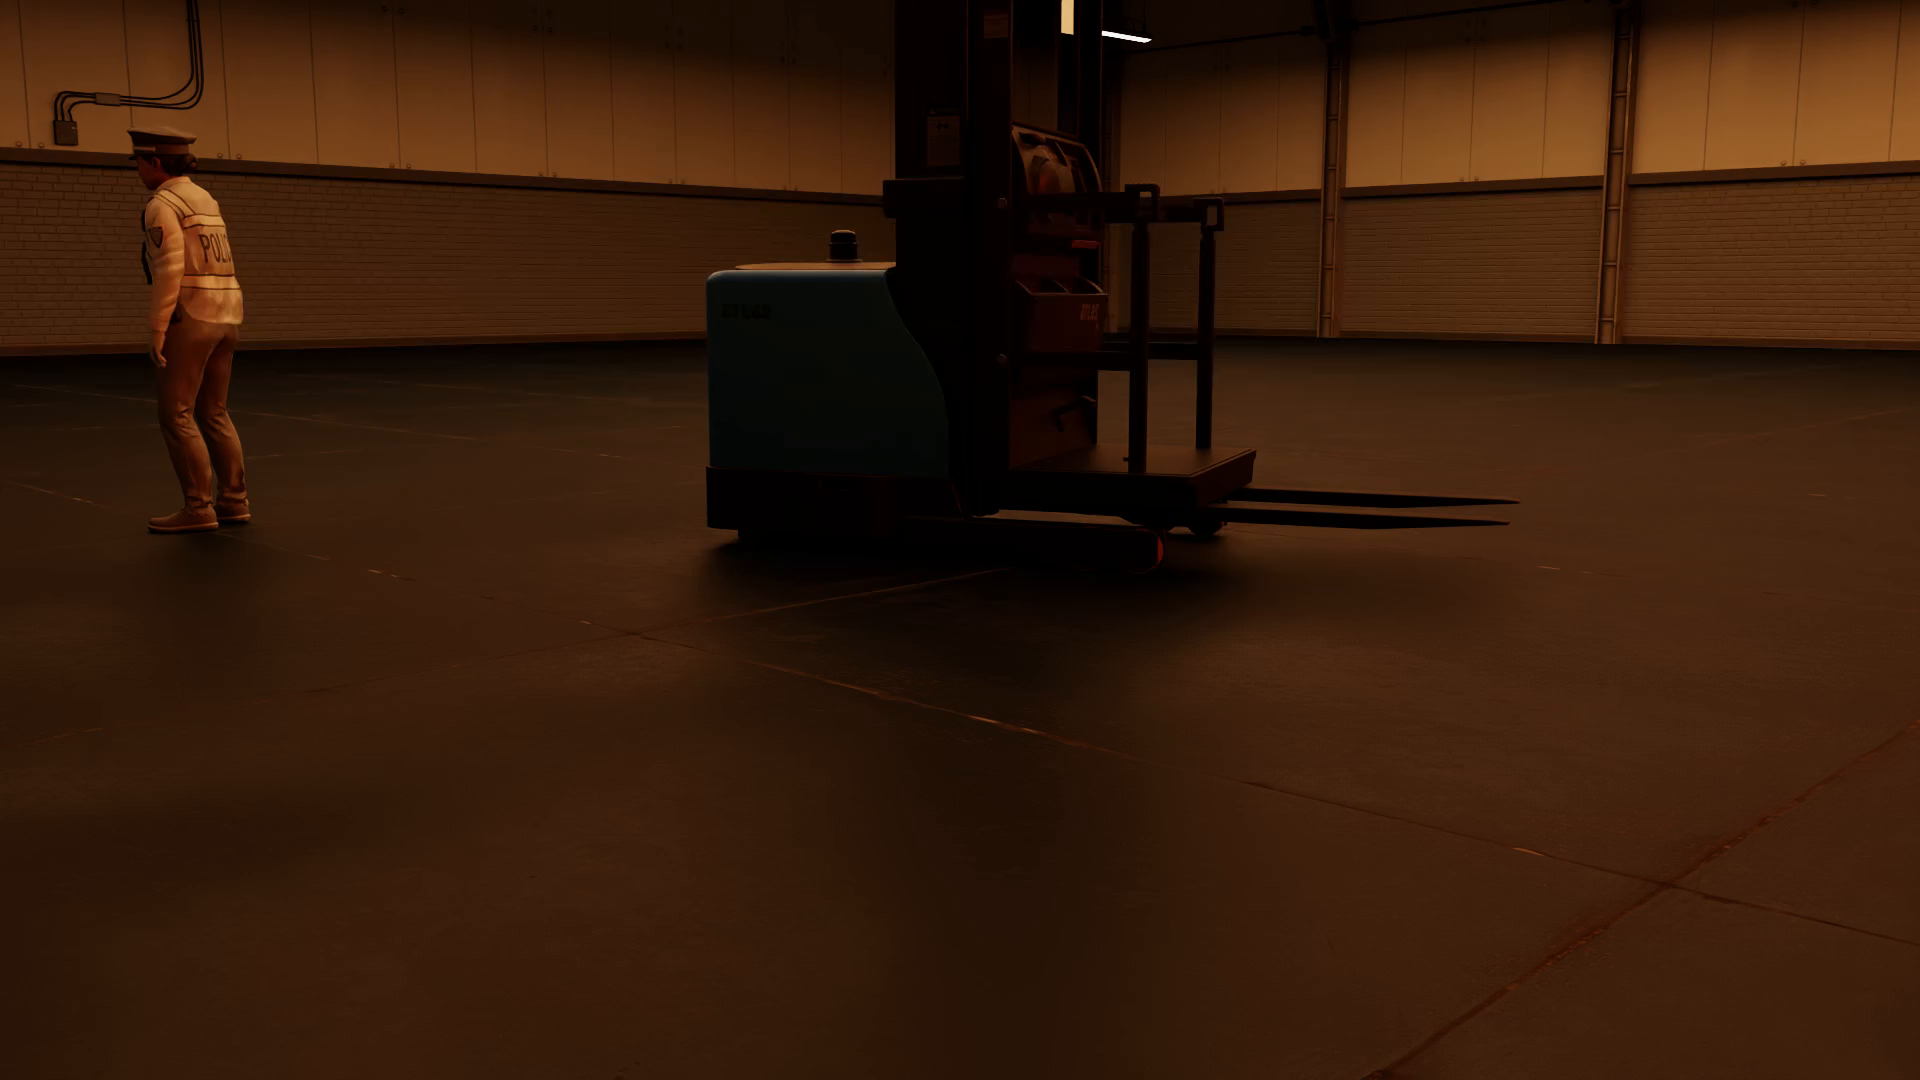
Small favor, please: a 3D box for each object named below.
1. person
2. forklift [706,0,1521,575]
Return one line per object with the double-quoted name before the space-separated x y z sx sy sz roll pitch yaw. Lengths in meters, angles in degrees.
"person" -3.213 -0.874 6.945 0.375 1.662 0.542 1 9 5
"forklift" 0.565 -1.416 6.275 3.031 2.935 1.130 3 9 22
